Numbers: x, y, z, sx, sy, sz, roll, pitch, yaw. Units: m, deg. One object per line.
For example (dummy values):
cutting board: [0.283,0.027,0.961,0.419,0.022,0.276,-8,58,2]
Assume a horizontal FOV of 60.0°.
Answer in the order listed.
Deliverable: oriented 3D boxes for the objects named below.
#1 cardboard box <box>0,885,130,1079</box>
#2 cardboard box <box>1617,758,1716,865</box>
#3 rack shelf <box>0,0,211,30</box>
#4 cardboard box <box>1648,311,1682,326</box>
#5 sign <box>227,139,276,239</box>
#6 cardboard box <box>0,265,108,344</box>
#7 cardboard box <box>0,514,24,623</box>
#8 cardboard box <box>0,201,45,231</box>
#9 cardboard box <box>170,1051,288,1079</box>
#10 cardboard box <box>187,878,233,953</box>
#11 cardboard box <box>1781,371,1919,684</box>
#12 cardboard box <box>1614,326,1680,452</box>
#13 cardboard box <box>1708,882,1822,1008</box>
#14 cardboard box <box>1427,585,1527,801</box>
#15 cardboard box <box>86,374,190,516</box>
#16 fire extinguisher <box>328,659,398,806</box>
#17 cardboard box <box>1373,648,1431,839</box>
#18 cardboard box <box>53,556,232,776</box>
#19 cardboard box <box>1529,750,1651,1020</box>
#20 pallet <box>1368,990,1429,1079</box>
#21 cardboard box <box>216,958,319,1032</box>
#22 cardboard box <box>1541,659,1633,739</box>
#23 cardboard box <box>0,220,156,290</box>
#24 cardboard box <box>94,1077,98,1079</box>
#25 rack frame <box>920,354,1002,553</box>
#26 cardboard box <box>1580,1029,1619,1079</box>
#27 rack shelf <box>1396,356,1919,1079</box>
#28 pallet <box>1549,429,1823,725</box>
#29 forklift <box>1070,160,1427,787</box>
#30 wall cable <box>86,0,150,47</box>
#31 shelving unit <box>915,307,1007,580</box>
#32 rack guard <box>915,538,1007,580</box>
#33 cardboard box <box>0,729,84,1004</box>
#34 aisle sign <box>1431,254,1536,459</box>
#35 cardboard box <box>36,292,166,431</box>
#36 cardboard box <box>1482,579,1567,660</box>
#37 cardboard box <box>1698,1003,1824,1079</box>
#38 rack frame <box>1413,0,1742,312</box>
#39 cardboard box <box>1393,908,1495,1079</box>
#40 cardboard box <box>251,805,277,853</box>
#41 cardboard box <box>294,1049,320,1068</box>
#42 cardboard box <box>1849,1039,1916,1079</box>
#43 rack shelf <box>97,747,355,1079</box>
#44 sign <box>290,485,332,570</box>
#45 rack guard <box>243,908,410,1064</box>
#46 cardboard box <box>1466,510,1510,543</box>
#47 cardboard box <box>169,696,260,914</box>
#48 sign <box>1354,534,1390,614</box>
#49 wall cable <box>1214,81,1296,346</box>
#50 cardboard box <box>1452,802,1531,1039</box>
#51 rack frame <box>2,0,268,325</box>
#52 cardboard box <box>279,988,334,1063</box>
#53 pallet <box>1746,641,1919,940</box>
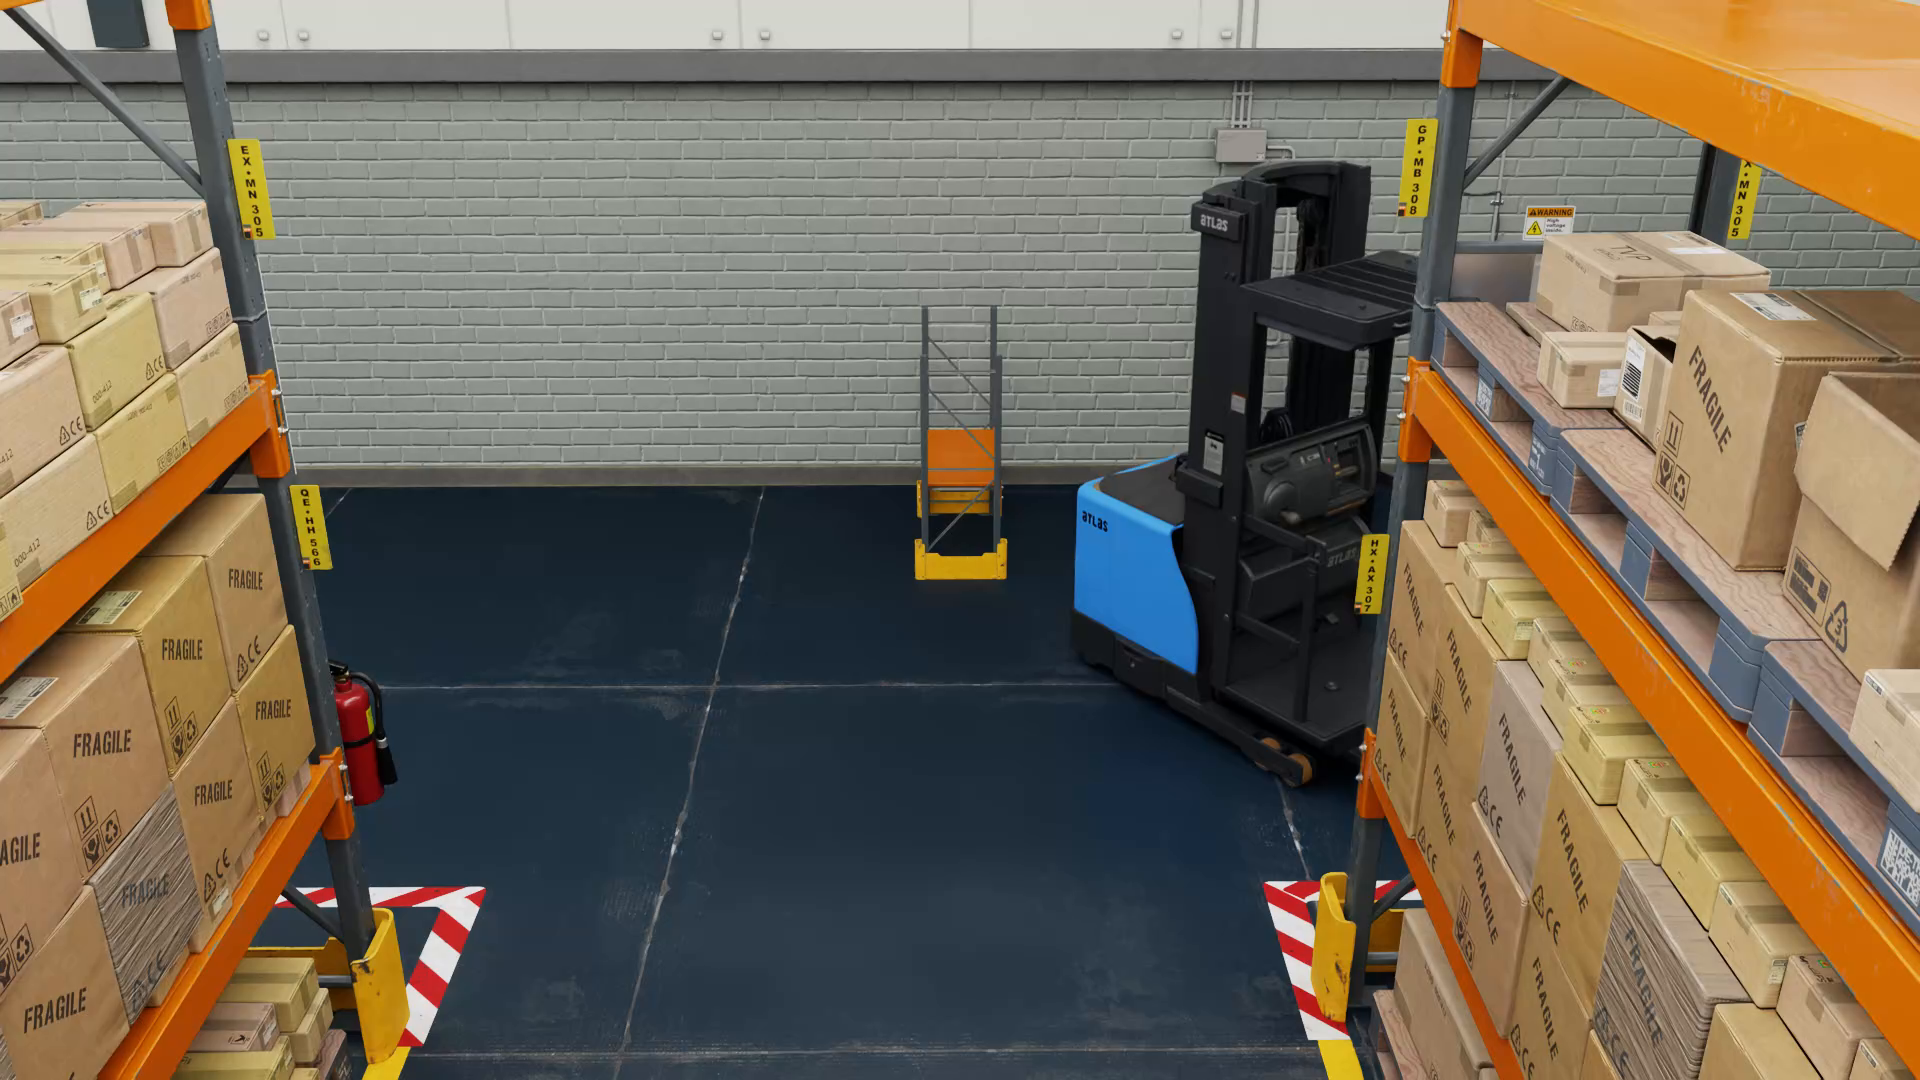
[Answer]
cardboard box: [-2.591,1.252,4.359,0.500,0.500,0.500,1,24,2]
cardboard box: [1.838,0.656,4.037,0.380,0.149,0.250,0,24,-1]
rack shelf: [-2.842,-0.957,3.324,1.077,0.370,4.000,0,24,-1]
cardboard box: [2.264,-0.573,4.911,0.380,0.149,0.250,-2,24,-5]
sign: [-2.309,-1.142,5.420,0.100,0.325,0.005,0,24,-1]
cardboard box: [-2.547,-0.633,4.462,0.380,0.149,0.250,0,24,0]
cardboard box: [-2.564,0.144,3.833,0.500,0.250,0.500,1,24,2]
cardboard box: [-3.088,-0.951,5.164,0.380,0.149,0.250,0,24,-1]
cardboard box: [-2.529,1.886,5.668,0.380,0.149,0.250,-1,24,-2]
cardboard box: [-2.569,1.181,5.304,0.380,0.149,0.250,0,24,1]
cardboard box: [2.082,0.001,3.212,0.797,0.503,0.637,2,24,4]
cardboard box: [2.051,-0.387,4.304,0.500,0.311,0.500,0,24,0]
cardboard box: [1.860,0.866,3.574,0.380,0.149,0.250,0,24,-1]
cardboard box: [1.818,0.469,5.237,0.500,0.500,0.500,-1,24,-2]
cardboard box: [-2.581,-0.279,4.770,0.500,0.250,0.500,0,24,0]
fire extinguisher: [-2.405,0.722,6.560,0.296,0.674,0.183,0,24,-1]
cardboard box: [1.803,0.712,5.914,0.500,0.500,0.500,0,24,-1]
cardboard box: [-2.605,0.382,5.069,0.500,0.500,0.500,-1,24,-2]
cardboard box: [1.838,0.887,4.314,0.500,0.500,0.500,0,24,0]
pallet: [2.172,2.158,6.222,1.003,0.211,1.213,0,24,-1]
cardboard box: [-2.605,1.676,6.132,0.380,0.149,0.250,0,24,0]
cardboard box: [1.811,0.444,4.506,0.380,0.149,0.250,0,24,0]
cardboard box: [-2.640,-0.848,4.936,0.380,0.149,0.250,0,24,0]
cardboard box: [-2.632,1.511,4.575,0.380,0.149,0.250,0,24,0]
rack frame: [0.006,-0.439,10.400,0.500,1.500,0.032,0,24,-1]
cardboard box: [1.837,1.552,4.057,0.500,0.500,0.500,-1,24,-1]
rack shelf: [2.107,0.344,4.083,1.077,0.370,4.000,0,24,-1]
pallet: [2.120,0.042,3.985,1.003,0.211,1.213,0,24,-1]
forklift: [1.937,-0.309,8.377,1.130,2.935,3.031,-17,30,-34]
wall cable: [-4.440,-5.942,9.563,2.277,5.999,0.120,0,24,-1]
shelving unit: [0.001,-0.652,10.871,0.587,1.500,1.083,0,24,-1]
rack guard: [0.006,0.123,10.675,0.587,0.250,0.087,0,24,-1]
cardboard box: [-2.581,0.814,4.114,0.500,0.500,0.500,-1,24,-2]
aisle sign: [1.794,-0.654,5.902,0.394,0.787,0.004,0,24,-1]
cardboard box: [-2.598,-0.504,4.660,0.500,0.250,0.500,-1,24,-2]
cardboard box: [1.795,0.233,4.973,0.380,0.149,0.250,-1,24,-2]
cardboard box: [1.850,1.303,3.393,0.500,0.500,0.500,-1,24,-1]
rack frame: [2.085,-2.175,5.139,1.000,3.000,0.127,0,24,-1]
cardboard box: [2.192,1.806,6.216,0.875,0.438,0.875,-1,24,-2]
cardboard box: [-2.612,0.973,5.764,0.380,0.149,0.250,0,24,-1]
cardboard box: [-2.650,1.946,6.257,0.380,0.149,0.250,0,24,0]
cardboard box: [1.920,1.073,3.116,0.380,0.149,0.250,0,24,0]
rack shelf: [-2.842,1.774,4.560,1.077,0.370,4.000,0,24,-1]
sign: [-2.309,-0.043,5.917,0.100,0.325,0.005,0,24,-1]
rack guard: [-2.863,1.793,6.679,1.175,0.500,0.348,0,24,-1]
cardboard box: [1.886,0.017,5.450,0.380,0.149,0.250,0,24,1]
cardboard box: [-2.601,0.838,5.275,0.500,0.500,0.500,-1,24,-1]
sign: [1.530,0.128,6.180,0.100,0.325,0.005,0,24,-1]
wall cable: [2.000,-2.242,11.296,0.585,1.953,0.123,0,24,-1]
cardboard box: [1.824,1.130,4.990,0.500,0.500,0.500,0,24,-1]
rack frame: [-2.864,-2.111,4.997,1.000,3.000,0.127,0,24,-1]
cardboard box: [-2.573,1.811,6.195,0.380,0.149,0.250,-1,24,-2]
pallet: [2.130,0.543,2.876,1.003,0.211,1.213,0,24,-1]
